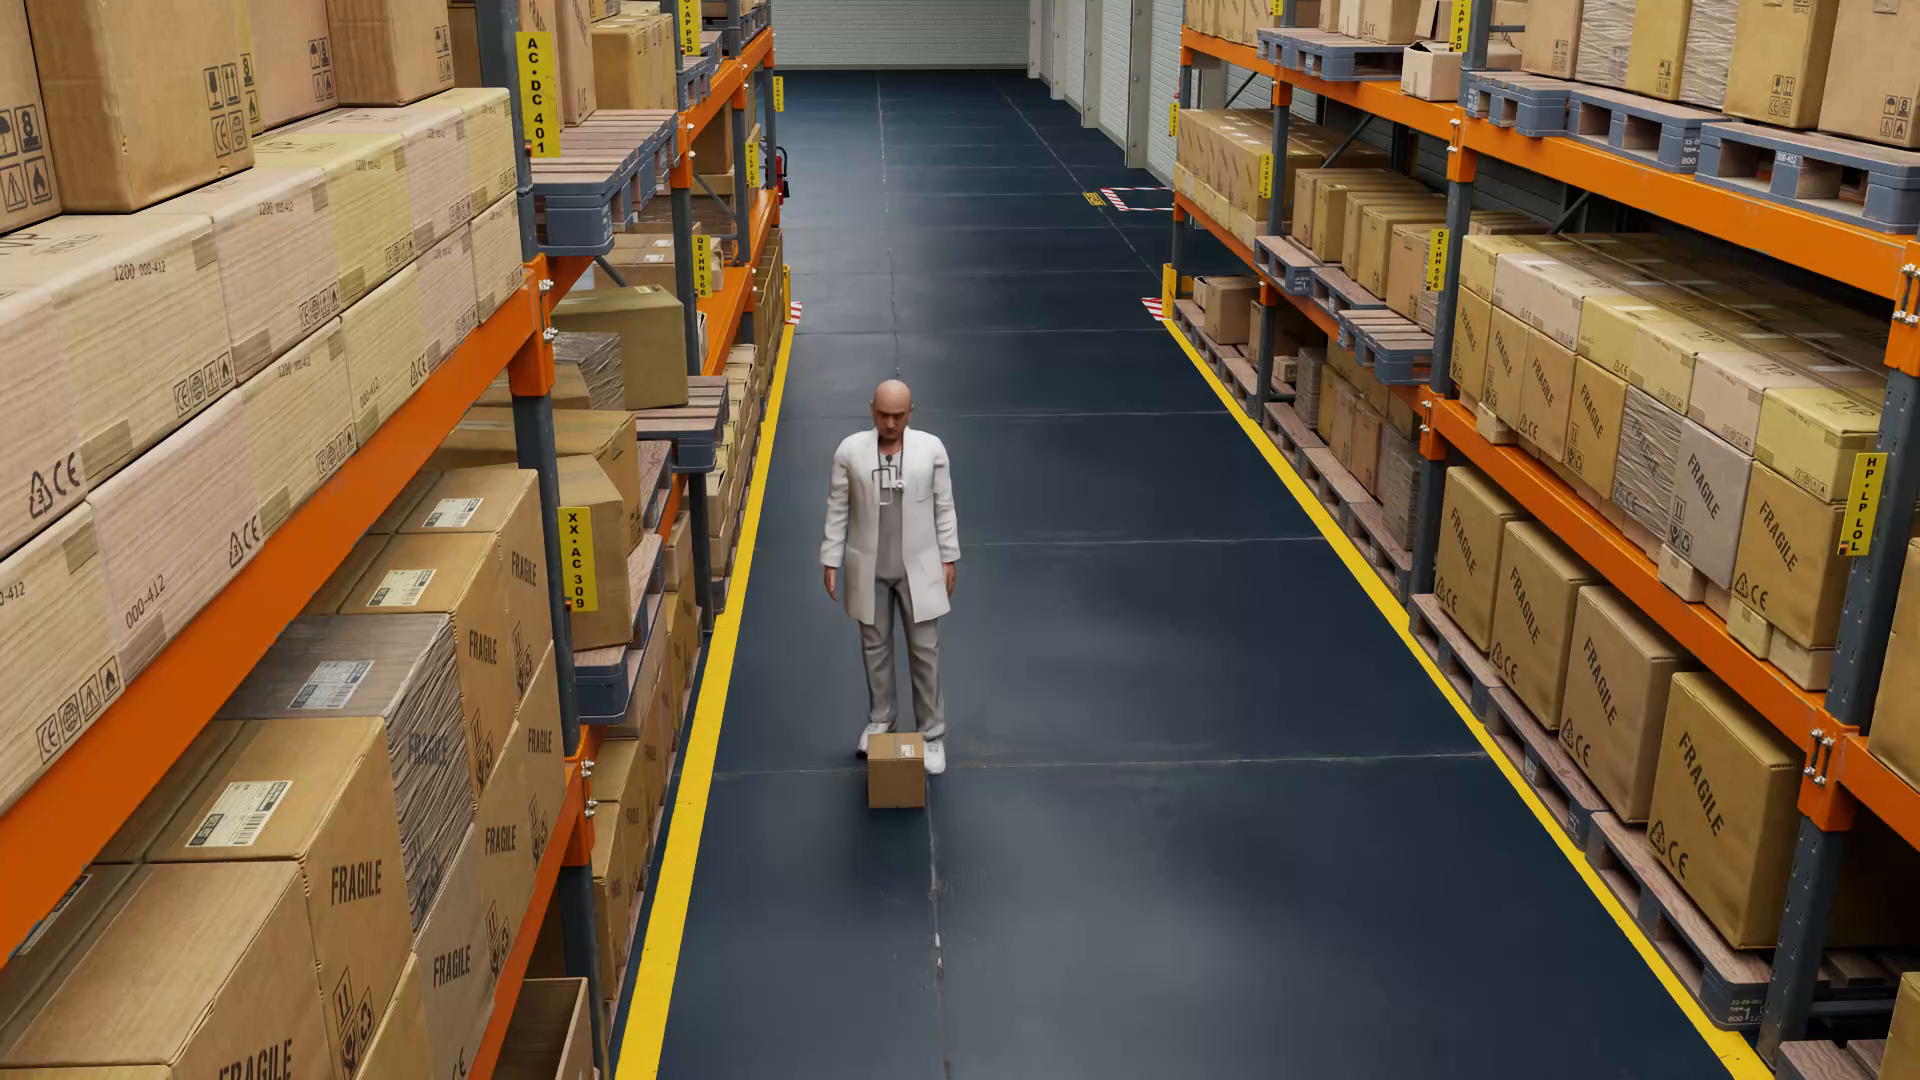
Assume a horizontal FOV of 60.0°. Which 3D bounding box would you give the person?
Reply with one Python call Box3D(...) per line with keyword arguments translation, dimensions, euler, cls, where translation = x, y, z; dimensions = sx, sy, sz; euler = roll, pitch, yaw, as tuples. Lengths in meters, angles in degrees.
Box3D(translation=(-0.333, 0.164, 7.636), dimensions=(0.656, 1.800, 0.524), euler=(1, 20, 2), cls="person")
